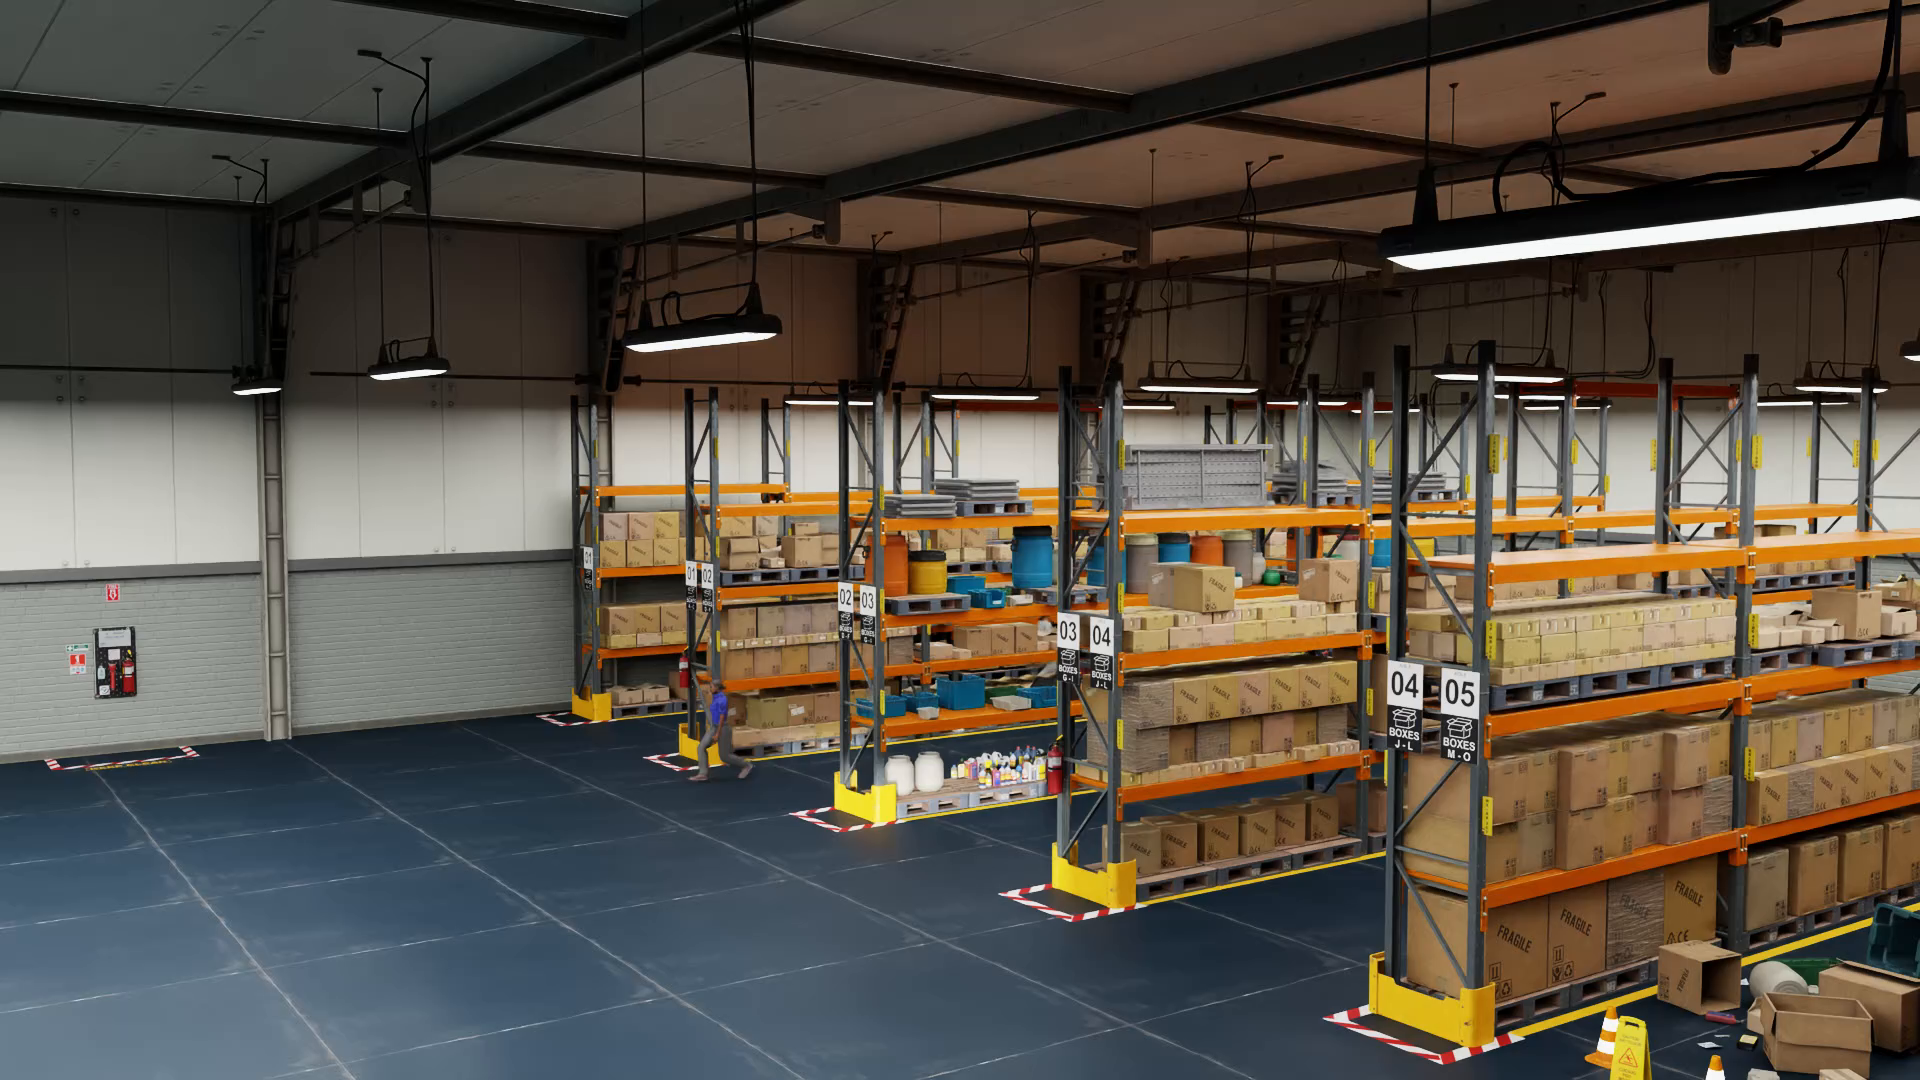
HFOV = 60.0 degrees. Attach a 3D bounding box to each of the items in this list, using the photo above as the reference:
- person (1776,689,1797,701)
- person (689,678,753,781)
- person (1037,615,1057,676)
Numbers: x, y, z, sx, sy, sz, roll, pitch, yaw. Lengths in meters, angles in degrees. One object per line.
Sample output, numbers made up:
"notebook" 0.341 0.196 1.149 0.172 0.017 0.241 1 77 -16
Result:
"person" 12.236 2.865 24.325 0.702 1.681 0.716 -2 4 -26
"person" -3.641 2.866 25.237 0.976 1.531 0.434 -2 4 -26
"person" 1.736 2.129 33.554 0.622 1.549 0.494 -2 4 -32
